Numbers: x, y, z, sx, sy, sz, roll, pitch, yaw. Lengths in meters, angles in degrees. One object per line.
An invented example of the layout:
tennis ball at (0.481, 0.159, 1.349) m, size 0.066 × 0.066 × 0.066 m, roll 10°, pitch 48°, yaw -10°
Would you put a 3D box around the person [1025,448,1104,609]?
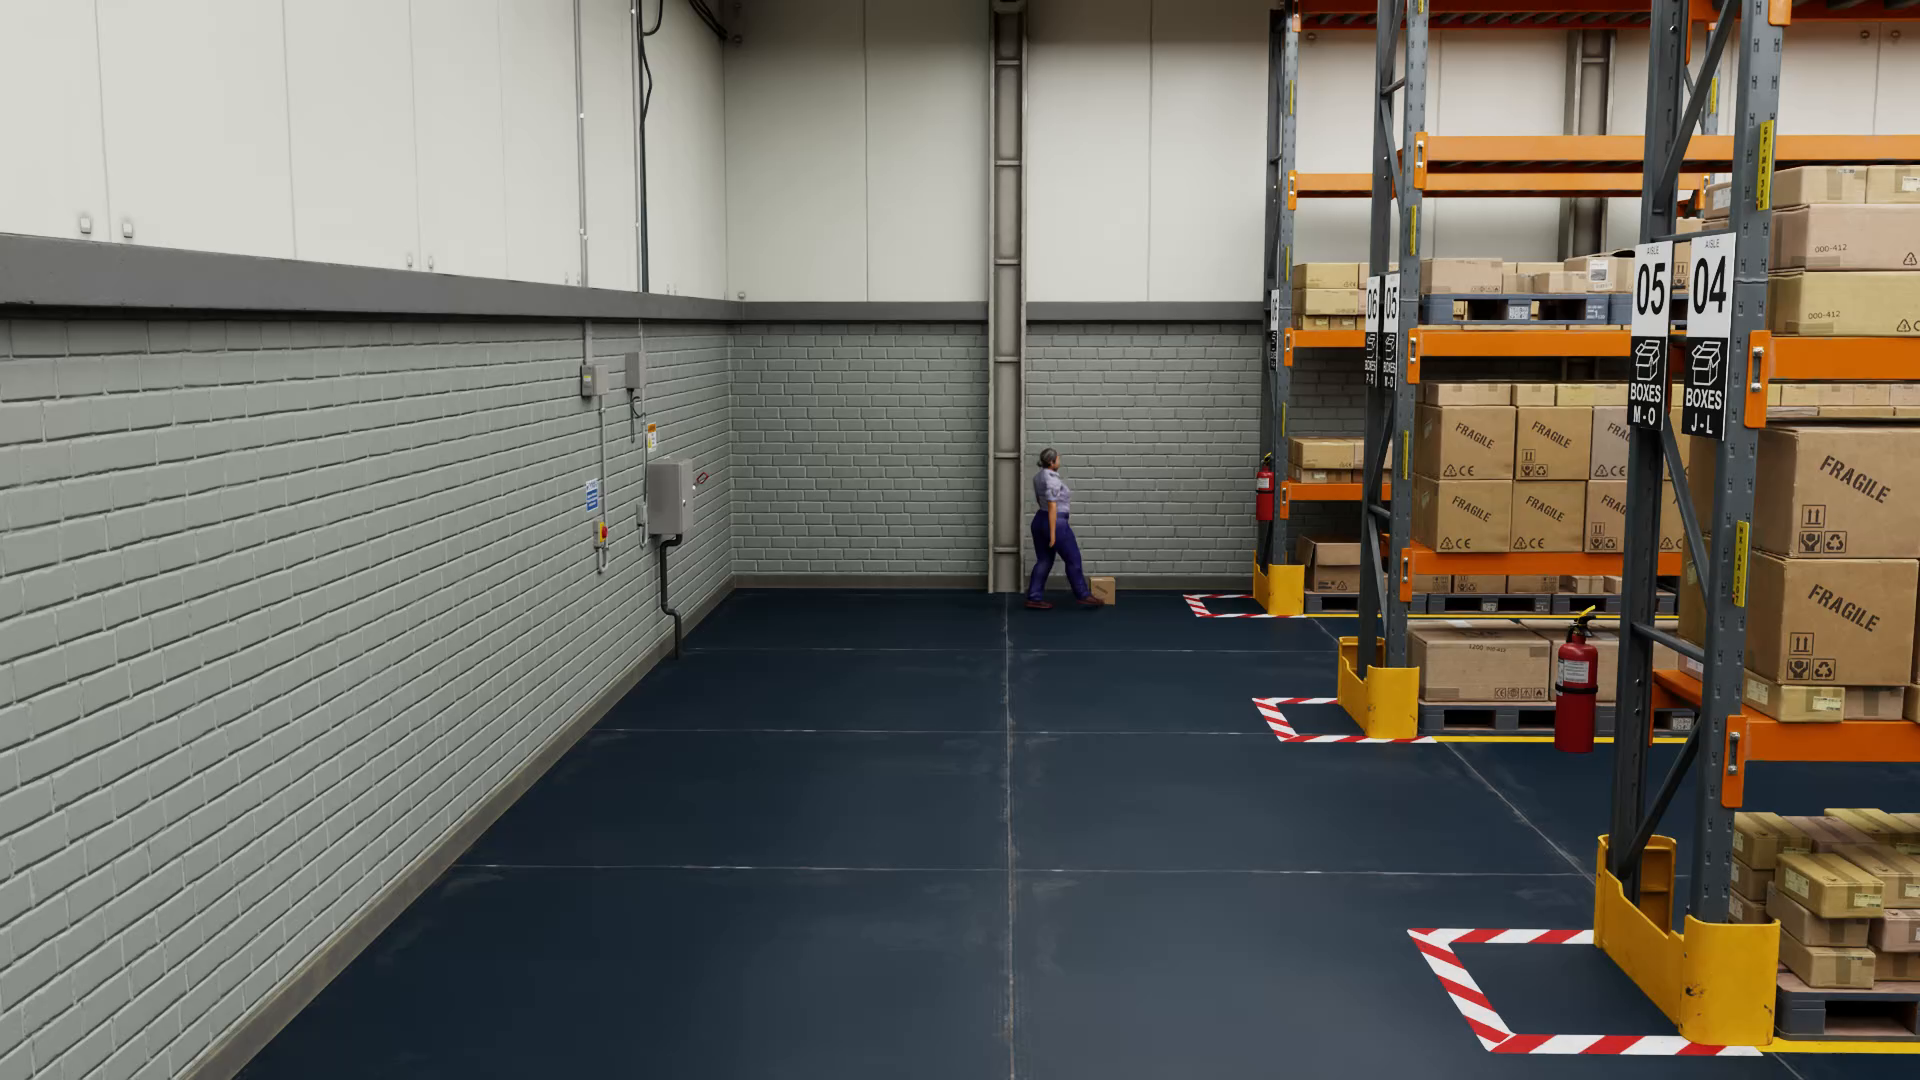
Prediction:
person at (1.036, -0.119, 16.779) m, size 0.794 × 1.612 × 0.530 m, roll -4°, pitch 8°, yaw -29°
